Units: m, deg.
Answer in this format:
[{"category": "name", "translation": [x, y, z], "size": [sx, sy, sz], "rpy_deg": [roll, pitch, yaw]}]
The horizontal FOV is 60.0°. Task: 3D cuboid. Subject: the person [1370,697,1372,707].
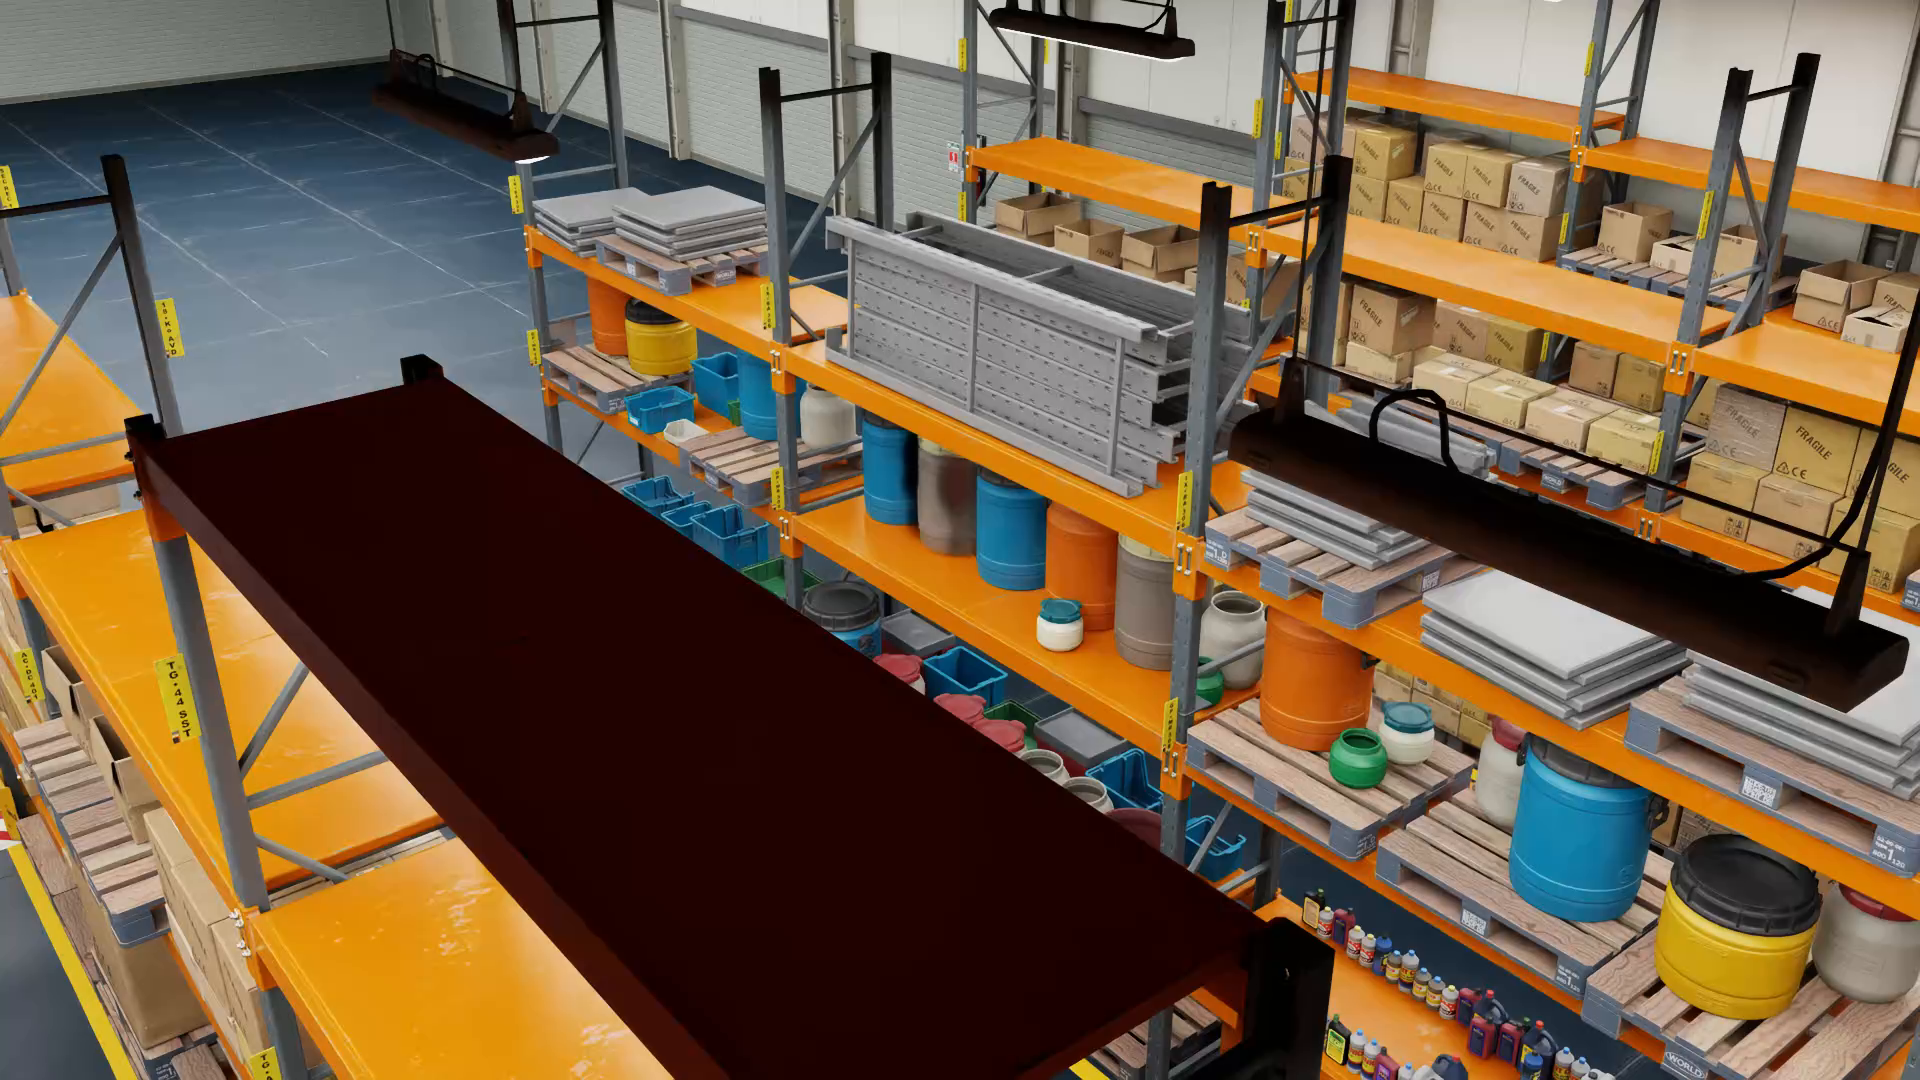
[{"category": "person", "translation": [2.968, 1.672, 12.919], "size": [0.901, 1.610, 0.569], "rpy_deg": [20, 32, 36]}]
